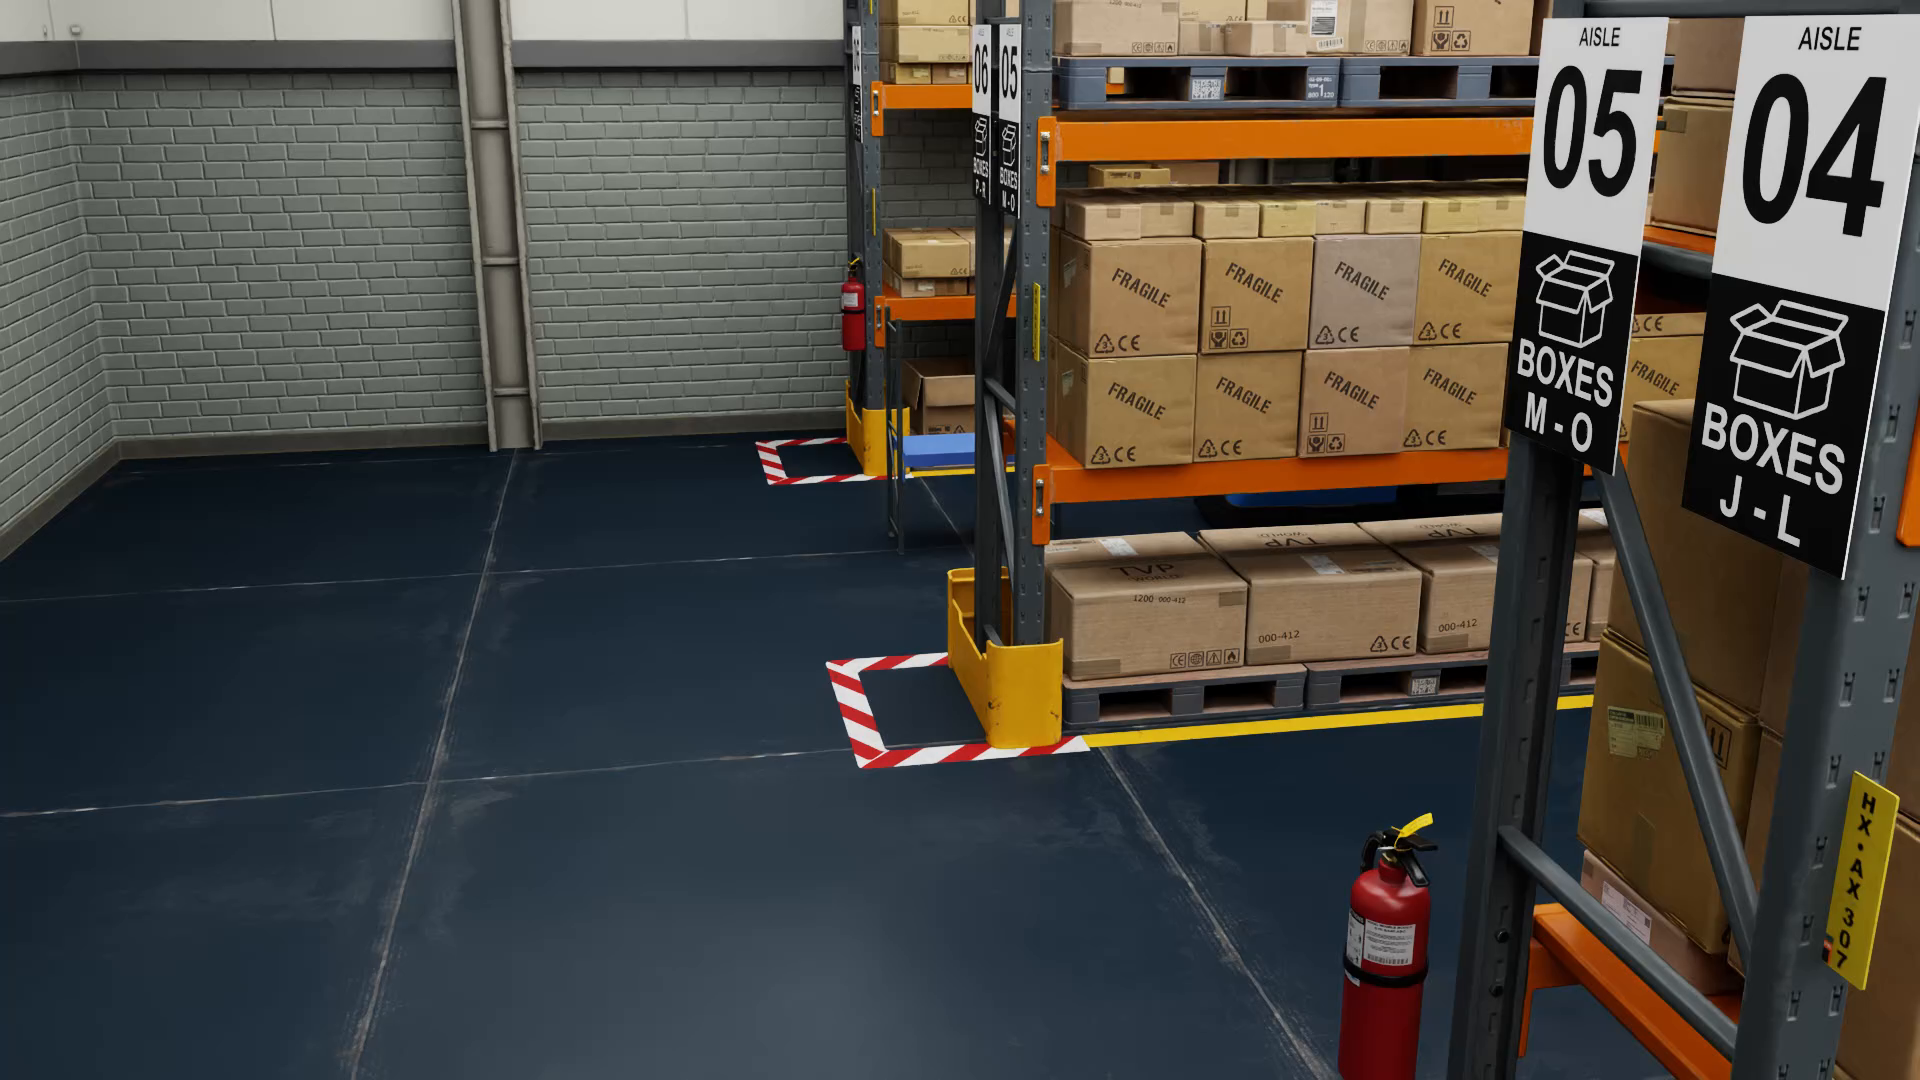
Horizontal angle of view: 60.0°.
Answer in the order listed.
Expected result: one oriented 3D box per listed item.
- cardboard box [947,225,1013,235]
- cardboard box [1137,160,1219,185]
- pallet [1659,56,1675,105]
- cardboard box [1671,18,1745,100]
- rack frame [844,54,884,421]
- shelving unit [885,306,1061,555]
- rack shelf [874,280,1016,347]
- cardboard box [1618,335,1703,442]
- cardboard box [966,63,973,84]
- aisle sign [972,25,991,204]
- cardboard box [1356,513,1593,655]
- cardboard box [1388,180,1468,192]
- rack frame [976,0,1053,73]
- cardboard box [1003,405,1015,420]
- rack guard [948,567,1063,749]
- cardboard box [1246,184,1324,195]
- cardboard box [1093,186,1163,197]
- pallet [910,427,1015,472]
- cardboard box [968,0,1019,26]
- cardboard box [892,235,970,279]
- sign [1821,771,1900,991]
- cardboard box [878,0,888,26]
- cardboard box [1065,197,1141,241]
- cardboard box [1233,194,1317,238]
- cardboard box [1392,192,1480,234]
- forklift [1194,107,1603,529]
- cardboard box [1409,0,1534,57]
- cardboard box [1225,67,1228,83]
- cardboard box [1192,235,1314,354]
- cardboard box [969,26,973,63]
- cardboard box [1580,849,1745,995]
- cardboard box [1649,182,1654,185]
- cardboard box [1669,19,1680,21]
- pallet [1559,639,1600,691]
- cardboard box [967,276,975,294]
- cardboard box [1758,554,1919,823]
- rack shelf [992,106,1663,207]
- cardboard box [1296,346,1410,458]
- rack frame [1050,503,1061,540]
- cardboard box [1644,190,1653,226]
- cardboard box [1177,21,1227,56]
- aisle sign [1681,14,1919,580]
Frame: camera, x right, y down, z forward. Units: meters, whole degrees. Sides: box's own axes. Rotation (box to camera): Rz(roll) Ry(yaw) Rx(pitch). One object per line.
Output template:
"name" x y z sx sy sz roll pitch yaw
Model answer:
"cardboard box" 0.191 -2.276 12.862 0.500 0.250 0.500 -3 17 -10
"cardboard box" 1.698 -2.721 13.033 0.500 0.500 0.500 -4 17 -12
"pallet" 3.350 -2.216 7.961 1.213 0.211 1.003 -3 17 -10
"cardboard box" 1.670 -0.923 3.004 0.500 0.250 0.500 -4 17 -12
"rack frame" -0.717 -2.075 12.459 0.127 3.000 1.000 -3 17 -10
"shelving unit" 0.084 -0.722 10.607 1.048 1.500 0.538 -3 17 -10
"rack shelf" 1.247 -1.843 12.928 4.000 0.370 1.077 -3 17 -10
"cardboard box" 3.245 -0.785 8.089 0.500 0.500 0.500 -4 17 -12
"cardboard box" 0.148 -3.371 11.998 0.250 0.149 0.380 -3 17 -10
"aisle sign" 0.099 -1.973 7.697 0.004 0.787 0.394 -3 17 -10
"cardboard box" 2.640 0.211 8.665 0.875 0.438 0.875 -4 17 -12
"cardboard box" 2.297 -1.681 8.198 0.250 0.149 0.380 -3 17 -10
"rack frame" 0.228 -3.512 6.920 0.127 3.000 1.000 -3 17 -10
"cardboard box" 0.326 -0.932 12.879 0.250 0.149 0.380 -4 18 -13
"rack guard" 0.205 0.552 8.164 0.348 0.500 1.175 -3 17 -10
"cardboard box" 1.550 -1.614 7.980 0.250 0.149 0.380 -3 17 -11
"cardboard box" 0.787 -1.579 7.866 0.250 0.149 0.380 -3 17 -9
"pallet" 0.140 -0.791 13.028 1.213 0.211 1.003 -3 17 -10
"cardboard box" 0.269 -3.794 11.843 0.500 0.250 0.500 -3 17 -11
"cardboard box" -0.221 -2.093 12.267 0.500 0.250 0.500 -3 17 -10
"sign" 1.370 0.519 2.537 0.005 0.325 0.100 -3 17 -10
"cardboard box" -0.334 -3.924 12.266 0.500 0.250 0.500 -4 17 -12
"cardboard box" 0.629 -1.420 7.349 0.250 0.149 0.380 -3 17 -9
"cardboard box" 1.405 -1.457 7.468 0.250 0.149 0.380 -4 17 -12
"cardboard box" 2.160 -1.495 7.591 0.250 0.149 0.380 -4 17 -12
"forklift" 3.155 -1.510 10.736 3.031 2.935 1.130 -2 17 -6
"cardboard box" 2.236 -2.444 7.495 0.500 0.500 0.500 -3 17 -9
"cardboard box" 1.897 -3.463 12.295 0.250 0.149 0.380 -3 17 -9
"cardboard box" 1.259 -1.146 7.560 0.500 0.500 0.500 -4 17 -12
"cardboard box" 0.266 -3.560 11.933 0.500 0.250 0.500 -3 17 -9
"cardboard box" 1.533 0.797 3.535 0.250 0.149 0.380 -3 17 -10
"cardboard box" 3.305 -1.715 8.309 0.250 0.149 0.380 -3 17 -11
"cardboard box" 3.538 -2.625 8.086 0.500 0.500 0.500 -3 17 -10
"pallet" 3.394 0.486 8.872 1.213 0.211 1.003 -3 17 -10
"cardboard box" 0.150 -1.946 12.468 0.250 0.149 0.380 -3 17 -11
"cardboard box" 1.758 0.160 2.801 0.500 0.500 0.500 -3 17 -11
"rack shelf" 2.192 -1.846 7.829 4.000 0.370 1.077 -3 17 -10
"cardboard box" 1.748 -0.696 7.797 0.500 0.500 0.500 -3 17 -11
"rack frame" 0.583 -0.750 10.699 0.032 1.500 0.500 -3 17 -10
"cardboard box" 3.142 -1.580 7.871 0.250 0.149 0.380 -3 17 -11
"cardboard box" 1.049 -2.304 7.639 0.250 0.149 0.380 -5 18 -15
"aisle sign" 1.252 -0.375 2.497 0.004 0.787 0.394 -3 17 -10
